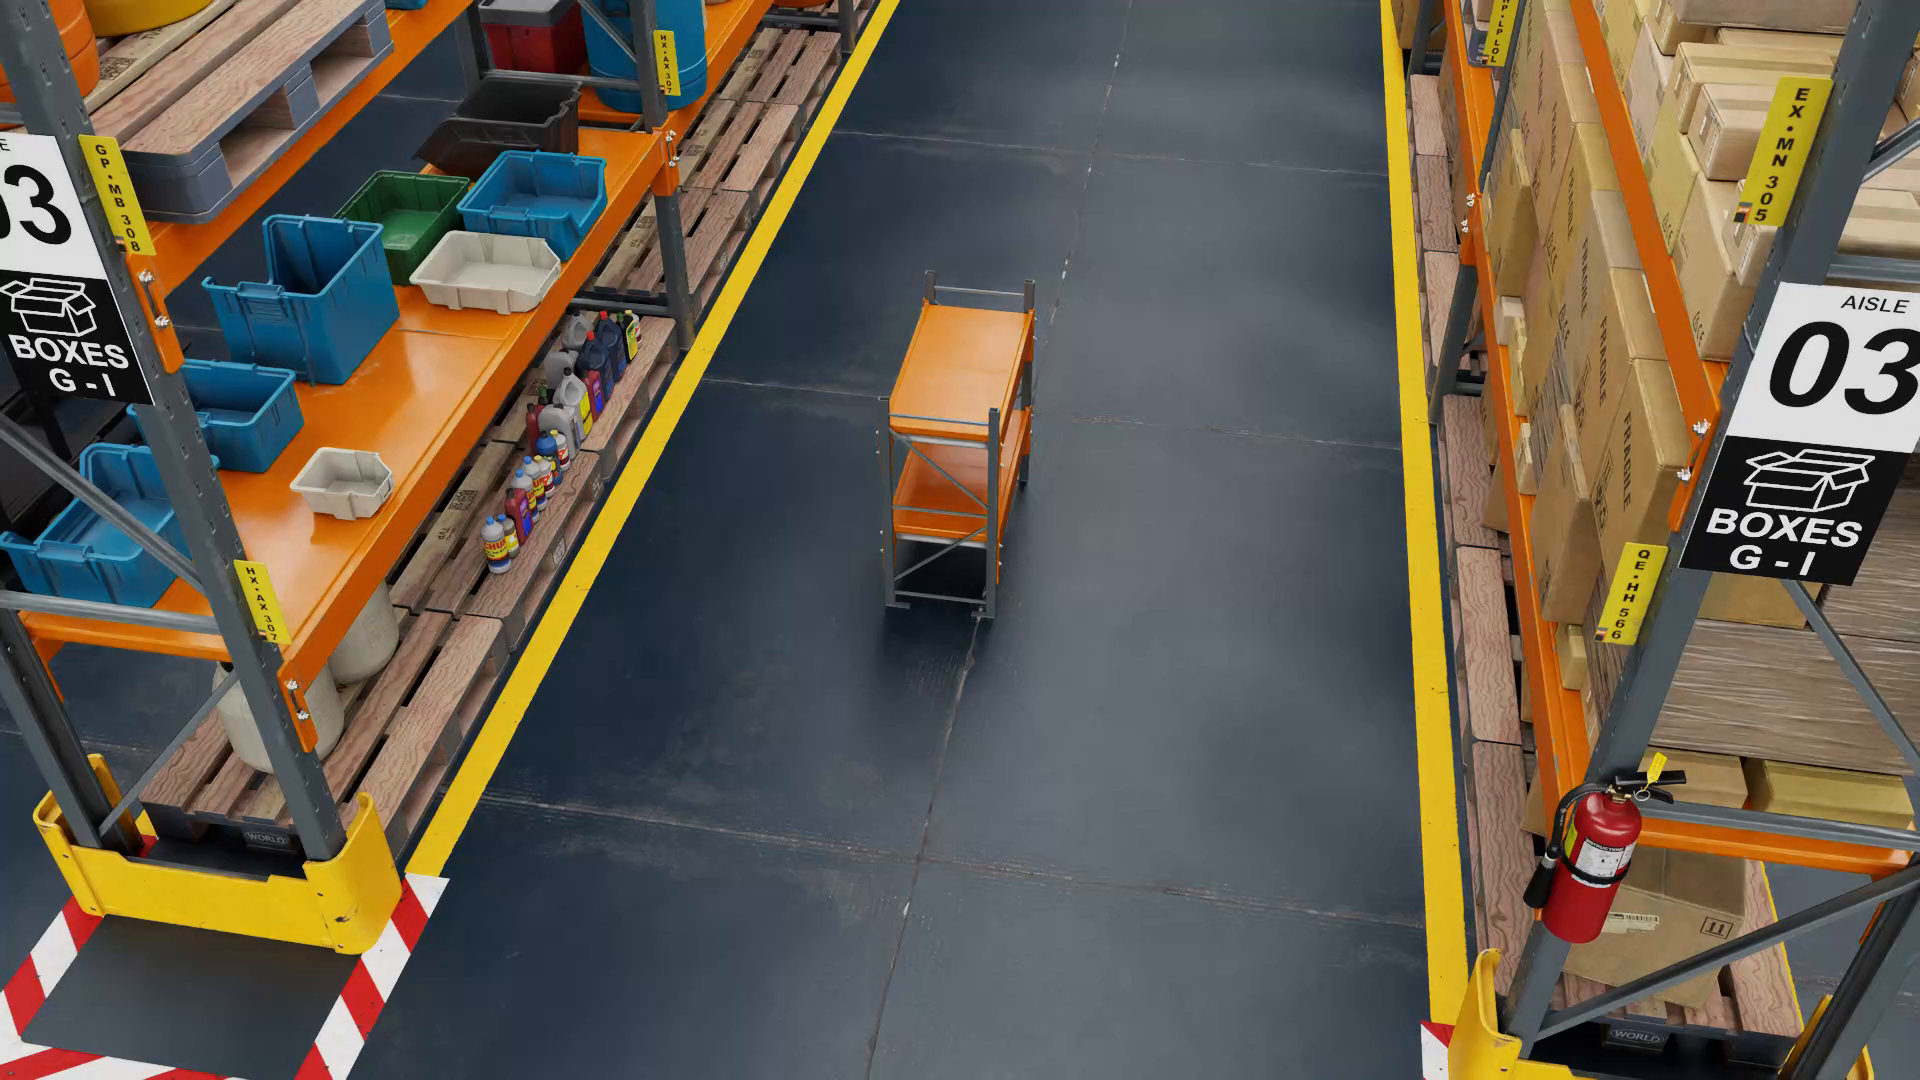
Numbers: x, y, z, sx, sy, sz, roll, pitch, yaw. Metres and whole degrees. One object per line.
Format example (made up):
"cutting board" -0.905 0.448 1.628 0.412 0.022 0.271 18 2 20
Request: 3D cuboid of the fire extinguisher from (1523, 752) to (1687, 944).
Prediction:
"fire extinguisher" 1.749 0.831 4.549 0.296 0.674 0.183 6 40 8

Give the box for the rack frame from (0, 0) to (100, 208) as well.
"rack frame" -2.655 -2.078 3.298 1.000 3.000 0.127 6 40 8

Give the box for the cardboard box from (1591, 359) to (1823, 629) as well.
"cardboard box" 2.075 -0.131 4.555 0.500 0.500 0.500 6 40 8

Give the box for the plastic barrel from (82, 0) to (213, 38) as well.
"plastic barrel" -2.583 -1.886 4.943 0.600 0.588 0.600 0 40 0

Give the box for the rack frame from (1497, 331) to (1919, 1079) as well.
"rack frame" 2.223 0.780 4.549 1.000 3.000 0.127 6 40 8

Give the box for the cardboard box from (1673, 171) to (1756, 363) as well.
"cardboard box" 2.056 -0.649 4.041 0.500 0.250 0.500 7 40 9

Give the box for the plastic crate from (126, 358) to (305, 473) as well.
"plastic crate" -2.745 -0.463 6.169 0.499 0.251 0.408 6 40 8

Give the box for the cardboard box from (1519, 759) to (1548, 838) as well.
"cardboard box" 2.417 0.813 6.142 0.500 0.500 0.500 17 42 19

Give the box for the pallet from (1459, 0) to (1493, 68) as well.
"pallet" 3.305 -2.920 9.175 1.003 0.211 1.213 6 40 8

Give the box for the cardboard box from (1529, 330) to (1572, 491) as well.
"cardboard box" 2.443 -0.351 5.606 0.875 0.500 0.500 6 40 8

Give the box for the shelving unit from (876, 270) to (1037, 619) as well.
"shelving unit" 0.001 -0.438 7.494 0.538 1.125 1.048 6 40 8

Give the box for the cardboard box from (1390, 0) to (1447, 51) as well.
"cardboard box" 3.747 -4.014 11.686 1.225 0.875 0.875 5 40 6

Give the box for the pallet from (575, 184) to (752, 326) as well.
"pallet" -1.866 -1.699 9.736 1.003 0.211 1.213 6 40 8

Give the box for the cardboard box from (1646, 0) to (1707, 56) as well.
"cardboard box" 2.196 -1.496 4.753 0.380 0.149 0.250 5 40 5

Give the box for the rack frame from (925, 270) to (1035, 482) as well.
"rack frame" 0.089 -0.757 7.879 0.500 1.125 0.032 6 40 8

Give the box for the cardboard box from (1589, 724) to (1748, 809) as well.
"cardboard box" 2.069 0.675 4.873 0.380 0.149 0.250 6 40 8

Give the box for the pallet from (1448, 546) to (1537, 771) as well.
"pallet" 2.625 0.538 7.031 1.003 0.211 1.213 6 40 8

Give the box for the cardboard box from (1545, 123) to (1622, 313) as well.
"cardboard box" 2.339 -1.072 5.692 0.500 0.500 0.500 6 40 8

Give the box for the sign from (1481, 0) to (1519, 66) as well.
"sign" 2.368 -2.235 7.288 0.100 0.325 0.005 6 40 8

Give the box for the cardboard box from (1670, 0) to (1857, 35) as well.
"cardboard box" 2.242 -1.723 4.518 0.500 0.500 0.500 6 40 8

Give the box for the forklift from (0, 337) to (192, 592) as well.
"forklift" -4.693 -1.120 6.901 1.130 2.935 3.031 8 40 9

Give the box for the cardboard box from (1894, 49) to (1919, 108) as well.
"cardboard box" 2.724 -1.258 4.466 0.380 0.149 0.250 6 40 8

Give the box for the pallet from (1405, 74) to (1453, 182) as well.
"pallet" 3.471 -2.676 10.917 1.003 0.211 1.213 6 40 8

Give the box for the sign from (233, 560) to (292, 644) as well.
"sign" -2.114 0.191 5.045 0.100 0.325 0.005 6 40 8

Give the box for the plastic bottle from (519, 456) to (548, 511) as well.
"plastic bottle" -1.958 -0.266 7.610 0.097 0.271 0.097 0 40 0

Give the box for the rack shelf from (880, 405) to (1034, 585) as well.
"rack shelf" 0.001 -0.249 7.649 0.538 0.278 1.000 6 40 8

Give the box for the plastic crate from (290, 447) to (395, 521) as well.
"plastic crate" -2.184 -0.191 5.930 0.298 0.136 0.250 6 40 8

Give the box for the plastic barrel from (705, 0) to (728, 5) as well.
"plastic barrel" -1.455 -3.365 9.457 0.433 0.535 0.433 0 40 0

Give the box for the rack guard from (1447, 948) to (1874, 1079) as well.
"rack guard" 2.236 1.696 5.404 1.175 0.500 0.348 6 40 8

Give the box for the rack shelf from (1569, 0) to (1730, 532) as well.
"rack shelf" 2.569 -1.354 5.341 1.077 0.370 4.000 6 40 8

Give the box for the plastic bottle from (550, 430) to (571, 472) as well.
"plastic bottle" -1.905 -0.430 7.863 0.097 0.201 0.097 0 40 0

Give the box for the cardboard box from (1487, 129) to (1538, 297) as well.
"cardboard box" 2.655 -1.298 6.751 0.875 0.500 0.500 6 40 8

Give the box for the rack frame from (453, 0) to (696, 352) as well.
"rack frame" -1.963 -2.276 8.246 1.000 3.000 0.127 6 40 8

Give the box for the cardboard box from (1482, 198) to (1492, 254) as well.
"cardboard box" 2.526 -1.376 7.355 0.380 0.149 0.250 6 40 8

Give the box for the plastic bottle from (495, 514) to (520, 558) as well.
"plastic bottle" -2.017 -0.026 7.375 0.097 0.201 0.097 0 40 0

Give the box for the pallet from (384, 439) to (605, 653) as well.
"pallet" -2.329 -0.017 7.702 1.003 0.211 1.213 6 40 8

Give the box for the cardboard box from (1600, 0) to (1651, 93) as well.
"cardboard box" 2.319 -1.599 5.191 0.500 0.250 0.500 6 40 7

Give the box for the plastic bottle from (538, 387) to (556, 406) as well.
"plastic bottle" -1.985 -0.635 8.048 0.061 0.283 0.133 6 40 8

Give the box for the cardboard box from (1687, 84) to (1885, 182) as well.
"cardboard box" 2.063 -1.015 4.171 0.380 0.149 0.250 5 40 6

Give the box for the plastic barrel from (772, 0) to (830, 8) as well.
"plastic barrel" -1.203 -4.421 12.214 0.600 0.830 0.708 6 40 8

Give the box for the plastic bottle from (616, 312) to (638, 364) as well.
"plastic bottle" -1.722 -1.061 8.562 0.061 0.283 0.133 8 40 10

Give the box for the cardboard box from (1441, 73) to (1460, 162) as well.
"cardboard box" 3.428 -2.675 10.344 0.700 0.500 0.500 3 40 4

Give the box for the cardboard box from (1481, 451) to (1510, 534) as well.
"cardboard box" 2.715 -0.322 7.514 0.500 0.500 0.500 19 43 21

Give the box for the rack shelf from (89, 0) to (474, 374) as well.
"rack shelf" -2.309 -1.900 6.001 1.077 0.370 4.000 6 40 8

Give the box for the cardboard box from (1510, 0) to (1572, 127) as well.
"cardboard box" 2.587 -2.014 6.833 0.500 0.500 0.500 6 40 8

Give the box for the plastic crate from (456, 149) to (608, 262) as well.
"plastic crate" -1.887 -1.495 7.417 0.499 0.251 0.616 6 40 8

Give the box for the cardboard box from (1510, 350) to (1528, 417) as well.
"cardboard box" 2.335 -0.589 6.402 0.380 0.149 0.250 6 40 8

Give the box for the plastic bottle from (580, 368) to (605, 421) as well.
"plastic bottle" -1.811 -0.736 8.169 0.061 0.283 0.133 9 40 11
